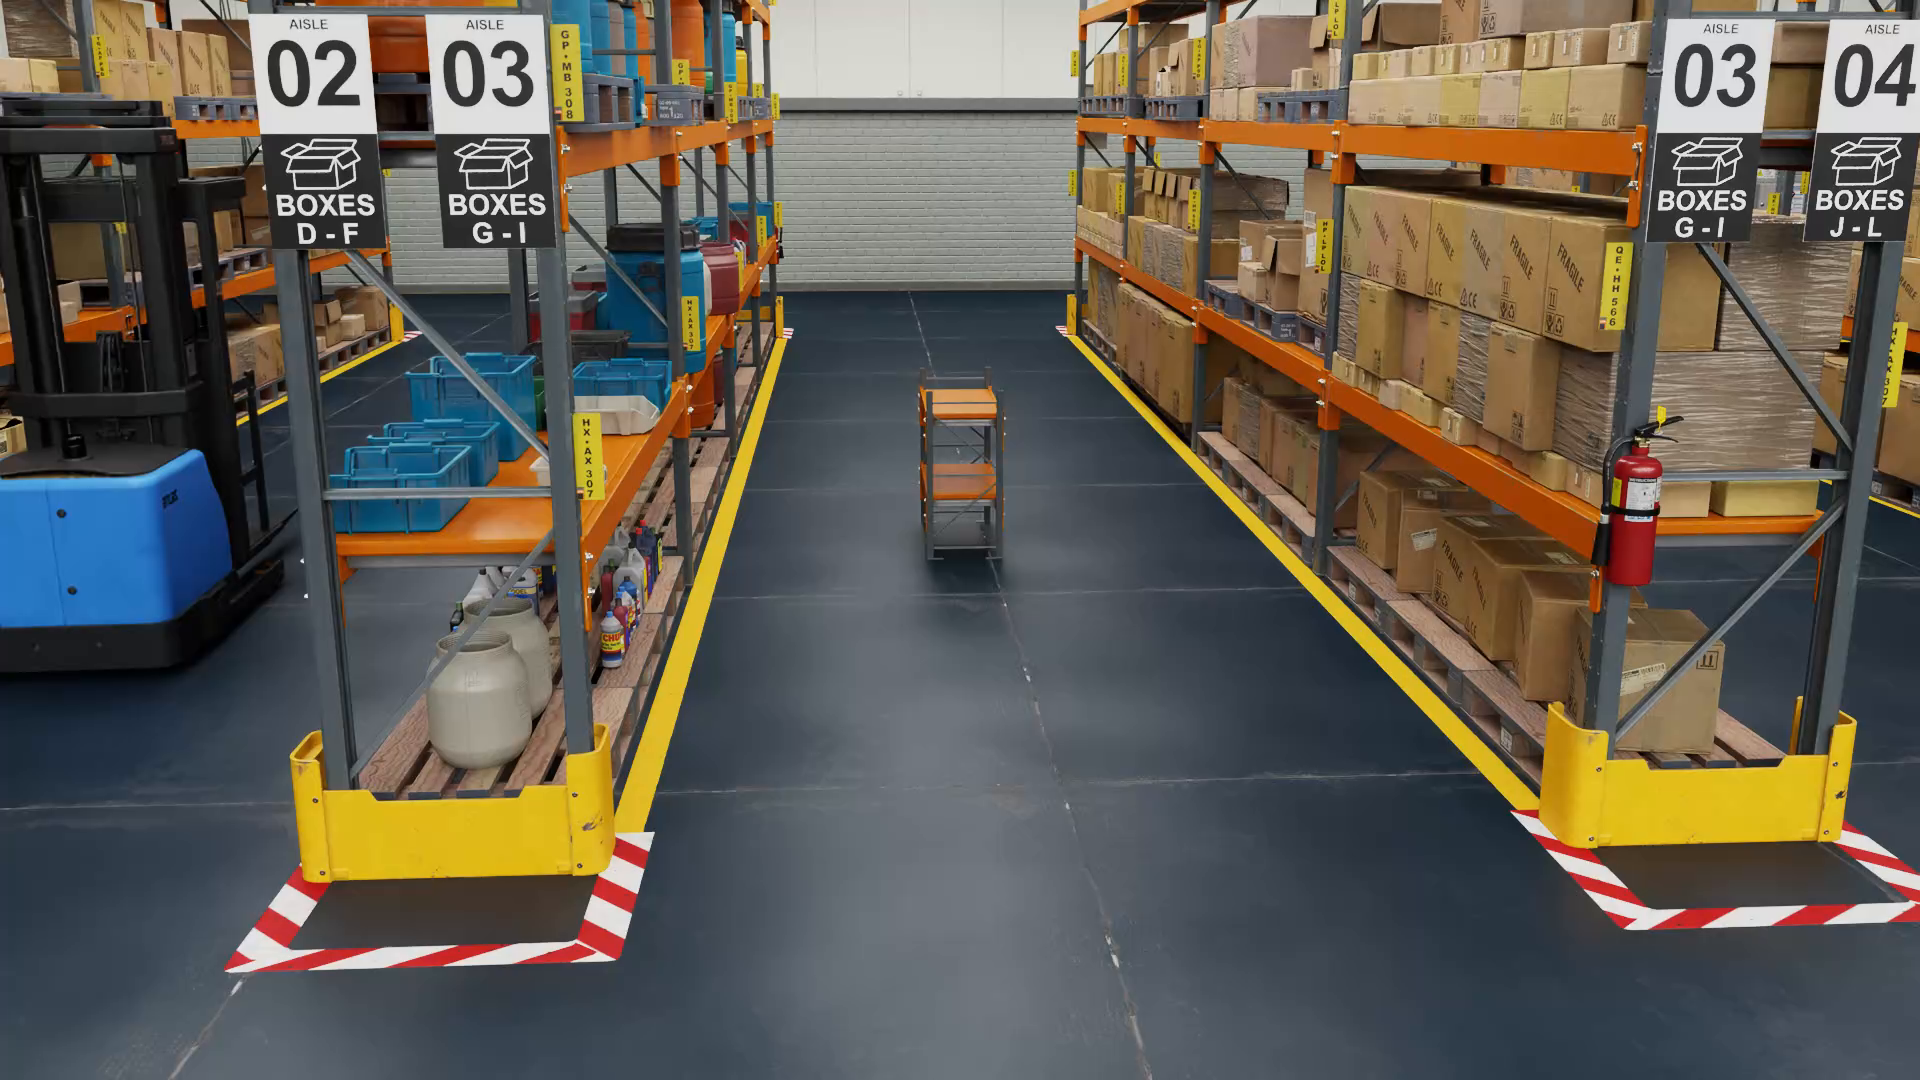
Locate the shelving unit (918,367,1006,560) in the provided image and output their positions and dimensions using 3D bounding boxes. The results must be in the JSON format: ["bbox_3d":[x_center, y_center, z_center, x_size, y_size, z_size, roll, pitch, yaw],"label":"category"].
[{"bbox_3d":[0.000,-0.546,11.393,0.538,1.125,1.048,-1,14,-3],"label":"shelving unit"}]

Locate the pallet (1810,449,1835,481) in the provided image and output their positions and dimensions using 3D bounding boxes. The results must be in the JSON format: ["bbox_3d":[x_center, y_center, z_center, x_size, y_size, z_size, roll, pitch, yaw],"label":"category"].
[{"bbox_3d":[7.456,-0.736,13.964,1.003,0.211,1.213,-1,14,-3],"label":"pallet"}]

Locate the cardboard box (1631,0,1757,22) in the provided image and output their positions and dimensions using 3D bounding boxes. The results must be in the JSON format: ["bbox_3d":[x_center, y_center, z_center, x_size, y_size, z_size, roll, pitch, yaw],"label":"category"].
[{"bbox_3d":[3.199,-2.504,7.416,0.500,0.500,0.500,-1,14,-4],"label":"cardboard box"}]

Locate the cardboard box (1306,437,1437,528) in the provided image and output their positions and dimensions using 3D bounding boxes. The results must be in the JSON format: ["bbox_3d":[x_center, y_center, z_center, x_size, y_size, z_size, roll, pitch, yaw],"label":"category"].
[{"bbox_3d":[2.757,-0.393,11.169,0.700,0.500,0.500,-2,15,-8],"label":"cardboard box"}]

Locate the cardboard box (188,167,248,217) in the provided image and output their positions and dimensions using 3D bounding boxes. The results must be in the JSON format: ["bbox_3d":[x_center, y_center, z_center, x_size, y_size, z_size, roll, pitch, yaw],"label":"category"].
[{"bbox_3d":[-7.899,-3.730,17.795,0.500,0.500,0.500,-1,14,-3],"label":"cardboard box"}]

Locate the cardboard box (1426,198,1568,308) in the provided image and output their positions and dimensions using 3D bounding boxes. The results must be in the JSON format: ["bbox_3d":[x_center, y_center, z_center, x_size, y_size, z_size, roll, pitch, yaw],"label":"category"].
[{"bbox_3d":[2.653,-1.426,8.244,0.500,0.500,0.500,-1,14,-3],"label":"cardboard box"}]

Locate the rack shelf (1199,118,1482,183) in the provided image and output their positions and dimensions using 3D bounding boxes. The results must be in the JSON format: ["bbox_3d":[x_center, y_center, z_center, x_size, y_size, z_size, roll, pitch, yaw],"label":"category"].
[{"bbox_3d":[2.650,-2.839,11.966,1.077,0.370,4.000,-1,14,-3],"label":"rack shelf"}]

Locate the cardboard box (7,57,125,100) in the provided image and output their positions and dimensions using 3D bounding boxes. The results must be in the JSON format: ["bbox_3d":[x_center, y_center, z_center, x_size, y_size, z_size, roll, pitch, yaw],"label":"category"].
[{"bbox_3d":[-7.422,-3.690,13.626,0.910,0.500,0.500,-1,14,-3],"label":"cardboard box"}]

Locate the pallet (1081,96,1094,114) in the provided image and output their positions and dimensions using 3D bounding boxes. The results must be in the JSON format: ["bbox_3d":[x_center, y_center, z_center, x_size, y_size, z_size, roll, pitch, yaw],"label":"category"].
[{"bbox_3d":[2.087,-5.448,20.837,1.003,0.211,1.213,-1,14,-3],"label":"pallet"}]

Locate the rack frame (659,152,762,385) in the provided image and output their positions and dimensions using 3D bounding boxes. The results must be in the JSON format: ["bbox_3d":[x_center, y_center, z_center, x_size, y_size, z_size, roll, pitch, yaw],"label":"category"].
[{"bbox_3d":[-2.665,-3.151,17.753,1.000,3.000,0.127,-1,14,-3],"label":"rack frame"}]

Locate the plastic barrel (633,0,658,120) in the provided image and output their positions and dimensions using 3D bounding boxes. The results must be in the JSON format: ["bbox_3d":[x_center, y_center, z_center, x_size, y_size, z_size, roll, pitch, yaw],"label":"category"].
[{"bbox_3d":[-2.583,-3.644,12.643,0.600,0.901,0.600,0,14,0],"label":"plastic barrel"}]

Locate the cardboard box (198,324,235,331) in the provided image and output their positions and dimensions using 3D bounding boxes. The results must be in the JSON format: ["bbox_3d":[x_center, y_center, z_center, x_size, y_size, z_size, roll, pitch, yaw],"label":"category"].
[{"bbox_3d":[-7.823,-1.954,17.234,0.500,0.500,0.500,-2,15,-6],"label":"cardboard box"}]

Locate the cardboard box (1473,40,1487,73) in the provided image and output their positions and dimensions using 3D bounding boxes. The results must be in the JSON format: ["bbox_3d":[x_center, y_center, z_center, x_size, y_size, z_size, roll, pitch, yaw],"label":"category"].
[{"bbox_3d":[2.649,-2.273,7.821,0.380,0.149,0.250,-2,15,-6],"label":"cardboard box"}]

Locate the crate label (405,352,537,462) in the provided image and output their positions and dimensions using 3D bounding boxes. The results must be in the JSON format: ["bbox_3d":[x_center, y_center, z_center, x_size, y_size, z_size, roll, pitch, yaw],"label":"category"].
[{"bbox_3d":[-2.306,-0.637,7.912,0.502,0.435,0.616,-1,14,-3],"label":"crate label"}]

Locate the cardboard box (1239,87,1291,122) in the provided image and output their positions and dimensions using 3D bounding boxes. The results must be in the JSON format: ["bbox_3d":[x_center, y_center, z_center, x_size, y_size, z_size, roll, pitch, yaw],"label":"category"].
[{"bbox_3d":[2.374,-3.236,12.366,0.500,0.250,0.500,-1,14,-2],"label":"cardboard box"}]

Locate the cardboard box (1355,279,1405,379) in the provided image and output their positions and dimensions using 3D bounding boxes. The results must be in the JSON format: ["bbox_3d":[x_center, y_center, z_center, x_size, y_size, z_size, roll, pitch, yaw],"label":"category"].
[{"bbox_3d":[2.736,-1.192,9.344,0.875,0.500,0.500,-1,14,-3],"label":"cardboard box"}]

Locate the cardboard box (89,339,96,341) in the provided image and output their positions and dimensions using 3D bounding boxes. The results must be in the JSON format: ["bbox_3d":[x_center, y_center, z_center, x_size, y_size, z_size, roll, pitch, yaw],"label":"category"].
[{"bbox_3d":[-7.661,-1.689,14.700,0.500,0.250,0.500,0,14,-1],"label":"cardboard box"}]

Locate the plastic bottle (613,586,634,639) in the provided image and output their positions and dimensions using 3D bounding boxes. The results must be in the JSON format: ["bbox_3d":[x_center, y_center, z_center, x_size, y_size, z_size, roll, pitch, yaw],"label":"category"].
[{"bbox_3d":[-1.750,0.376,8.638,0.097,0.271,0.097,0,14,0],"label":"plastic bottle"}]

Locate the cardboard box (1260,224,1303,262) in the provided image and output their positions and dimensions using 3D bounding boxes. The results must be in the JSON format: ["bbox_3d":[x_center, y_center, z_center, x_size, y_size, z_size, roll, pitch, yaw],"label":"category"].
[{"bbox_3d":[2.734,-2.213,13.066,0.700,0.500,0.500,1,14,5],"label":"cardboard box"}]

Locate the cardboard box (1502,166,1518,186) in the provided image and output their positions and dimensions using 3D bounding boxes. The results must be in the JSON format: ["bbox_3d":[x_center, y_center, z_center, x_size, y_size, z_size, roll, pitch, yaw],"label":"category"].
[{"bbox_3d":[6.833,-4.453,20.009,0.500,0.500,0.500,-1,14,-5],"label":"cardboard box"}]

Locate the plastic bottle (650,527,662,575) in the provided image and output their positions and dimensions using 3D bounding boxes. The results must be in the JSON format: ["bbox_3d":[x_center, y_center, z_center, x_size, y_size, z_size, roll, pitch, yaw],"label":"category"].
[{"bbox_3d":[-1.810,0.056,9.858,0.061,0.283,0.133,0,14,-1],"label":"plastic bottle"}]

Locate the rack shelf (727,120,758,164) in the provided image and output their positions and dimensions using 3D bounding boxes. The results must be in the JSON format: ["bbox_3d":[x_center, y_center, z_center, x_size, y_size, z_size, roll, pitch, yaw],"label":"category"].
[{"bbox_3d":[-2.541,-3.758,15.535,1.077,0.370,4.000,-1,14,-3],"label":"rack shelf"}]

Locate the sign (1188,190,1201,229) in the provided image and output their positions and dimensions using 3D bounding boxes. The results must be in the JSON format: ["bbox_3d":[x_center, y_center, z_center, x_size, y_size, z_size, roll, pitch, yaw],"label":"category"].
[{"bbox_3d":[1.972,-2.784,14.003,0.100,0.325,0.005,-1,14,-3],"label":"sign"}]

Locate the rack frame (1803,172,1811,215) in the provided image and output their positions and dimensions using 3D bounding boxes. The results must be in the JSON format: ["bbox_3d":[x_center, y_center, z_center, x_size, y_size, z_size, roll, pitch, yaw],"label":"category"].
[{"bbox_3d":[11.921,-4.375,22.511,1.000,3.000,0.127,-1,14,-3],"label":"rack frame"}]

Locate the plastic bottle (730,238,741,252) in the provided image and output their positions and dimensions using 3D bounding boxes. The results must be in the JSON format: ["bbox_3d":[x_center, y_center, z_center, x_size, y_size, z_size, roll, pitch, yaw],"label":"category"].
[{"bbox_3d":[-2.270,-2.857,16.711,0.144,0.351,0.185,-1,14,-3],"label":"plastic bottle"}]

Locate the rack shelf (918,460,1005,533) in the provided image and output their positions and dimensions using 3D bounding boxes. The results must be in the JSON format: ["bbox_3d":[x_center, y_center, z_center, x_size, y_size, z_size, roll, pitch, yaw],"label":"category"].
[{"bbox_3d":[0.000,-0.310,11.454,0.538,0.278,1.000,-1,14,-3],"label":"rack shelf"}]

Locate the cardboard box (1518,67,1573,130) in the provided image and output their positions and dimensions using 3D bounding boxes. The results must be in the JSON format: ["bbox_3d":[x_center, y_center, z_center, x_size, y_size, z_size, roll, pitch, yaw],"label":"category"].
[{"bbox_3d":[2.704,-1.863,7.029,0.500,0.250,0.500,-1,14,-3],"label":"cardboard box"}]

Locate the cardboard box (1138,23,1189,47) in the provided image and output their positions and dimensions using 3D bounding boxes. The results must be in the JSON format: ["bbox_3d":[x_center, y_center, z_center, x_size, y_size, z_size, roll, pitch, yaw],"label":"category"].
[{"bbox_3d":[2.226,-5.577,18.415,0.500,0.250,0.500,-2,15,-7],"label":"cardboard box"}]

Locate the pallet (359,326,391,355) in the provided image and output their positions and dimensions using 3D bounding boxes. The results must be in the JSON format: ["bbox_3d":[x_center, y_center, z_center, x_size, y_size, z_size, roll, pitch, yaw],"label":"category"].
[{"bbox_3d":[-7.802,-2.502,20.829,1.003,0.211,1.213,-1,14,-3],"label":"pallet"}]

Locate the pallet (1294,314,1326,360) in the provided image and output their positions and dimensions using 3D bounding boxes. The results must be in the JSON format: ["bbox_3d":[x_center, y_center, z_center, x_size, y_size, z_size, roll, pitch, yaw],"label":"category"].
[{"bbox_3d":[2.872,-1.337,11.089,1.003,0.211,1.213,-1,14,-3],"label":"pallet"}]

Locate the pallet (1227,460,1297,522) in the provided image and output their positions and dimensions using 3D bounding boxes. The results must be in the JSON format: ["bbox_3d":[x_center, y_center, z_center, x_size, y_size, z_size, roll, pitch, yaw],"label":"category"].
[{"bbox_3d":[2.646,-0.385,12.599,1.003,0.211,1.213,-1,14,-3],"label":"pallet"}]

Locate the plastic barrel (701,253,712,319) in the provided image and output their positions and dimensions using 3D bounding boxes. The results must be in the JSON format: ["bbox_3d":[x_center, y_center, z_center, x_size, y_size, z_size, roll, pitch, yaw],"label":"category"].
[{"bbox_3d":[-2.140,-1.958,12.891,0.421,0.512,0.421,0,14,0],"label":"plastic barrel"}]

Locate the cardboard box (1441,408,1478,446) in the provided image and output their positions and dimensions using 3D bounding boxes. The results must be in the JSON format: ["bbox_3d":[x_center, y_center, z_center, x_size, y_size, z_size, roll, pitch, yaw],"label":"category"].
[{"bbox_3d":[2.600,-0.560,8.189,0.380,0.149,0.250,-1,14,-3],"label":"cardboard box"}]

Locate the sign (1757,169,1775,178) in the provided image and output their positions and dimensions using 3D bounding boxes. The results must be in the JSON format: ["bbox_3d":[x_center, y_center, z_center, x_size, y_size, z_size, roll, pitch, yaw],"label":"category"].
[{"bbox_3d":[13.586,-6.224,28.039,0.339,0.242,0.001,-1,14,-3],"label":"sign"}]

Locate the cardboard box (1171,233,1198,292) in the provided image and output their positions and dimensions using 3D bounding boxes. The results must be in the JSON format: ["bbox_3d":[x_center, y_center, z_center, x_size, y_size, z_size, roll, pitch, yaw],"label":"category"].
[{"bbox_3d":[2.223,-2.524,15.116,0.500,0.500,0.500,-1,14,-4],"label":"cardboard box"}]

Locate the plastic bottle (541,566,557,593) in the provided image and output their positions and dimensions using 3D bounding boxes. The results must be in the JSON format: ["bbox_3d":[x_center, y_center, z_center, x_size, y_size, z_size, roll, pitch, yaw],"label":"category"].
[{"bbox_3d":[-2.390,0.113,9.499,0.144,0.351,0.185,-1,14,-3],"label":"plastic bottle"}]

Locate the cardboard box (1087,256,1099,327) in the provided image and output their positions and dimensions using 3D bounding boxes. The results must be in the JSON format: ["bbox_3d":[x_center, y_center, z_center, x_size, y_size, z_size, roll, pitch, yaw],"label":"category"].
[{"bbox_3d":[2.150,-3.239,21.515,0.875,0.875,0.875,-1,14,-3],"label":"cardboard box"}]

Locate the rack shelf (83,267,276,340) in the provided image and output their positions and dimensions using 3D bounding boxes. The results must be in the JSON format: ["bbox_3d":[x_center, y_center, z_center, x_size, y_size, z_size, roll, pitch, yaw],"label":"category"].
[{"bbox_3d":[-7.485,-2.230,15.616,1.077,0.370,4.000,-1,14,-3],"label":"rack shelf"}]

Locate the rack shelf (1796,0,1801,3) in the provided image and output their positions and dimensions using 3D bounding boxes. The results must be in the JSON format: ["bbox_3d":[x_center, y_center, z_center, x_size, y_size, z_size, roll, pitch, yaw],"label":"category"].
[{"bbox_3d":[7.359,-5.145,15.709,1.077,0.370,4.000,-1,14,-3],"label":"rack shelf"}]

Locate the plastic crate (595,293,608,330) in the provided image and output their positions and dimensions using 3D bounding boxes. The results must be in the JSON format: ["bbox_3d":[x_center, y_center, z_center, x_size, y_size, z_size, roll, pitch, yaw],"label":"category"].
[{"bbox_3d":[-2.548,-1.423,11.070,0.392,0.384,0.575,-1,14,-3],"label":"plastic crate"}]

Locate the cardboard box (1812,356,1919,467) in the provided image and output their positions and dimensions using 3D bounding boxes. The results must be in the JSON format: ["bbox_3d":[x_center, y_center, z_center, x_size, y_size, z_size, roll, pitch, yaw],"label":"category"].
[{"bbox_3d":[7.488,-1.028,13.173,1.050,0.750,0.750,-1,14,-3],"label":"cardboard box"}]

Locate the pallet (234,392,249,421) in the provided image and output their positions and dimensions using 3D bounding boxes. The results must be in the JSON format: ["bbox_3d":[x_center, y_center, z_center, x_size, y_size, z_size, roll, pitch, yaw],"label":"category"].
[{"bbox_3d":[-7.442,-1.219,15.841,1.003,0.211,1.213,-1,14,-3],"label":"pallet"}]

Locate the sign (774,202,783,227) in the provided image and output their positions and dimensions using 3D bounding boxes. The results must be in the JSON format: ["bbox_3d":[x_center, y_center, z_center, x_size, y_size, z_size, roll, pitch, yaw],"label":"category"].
[{"bbox_3d":[-2.365,-4.237,21.648,0.100,0.325,0.005,-1,14,-3],"label":"sign"}]

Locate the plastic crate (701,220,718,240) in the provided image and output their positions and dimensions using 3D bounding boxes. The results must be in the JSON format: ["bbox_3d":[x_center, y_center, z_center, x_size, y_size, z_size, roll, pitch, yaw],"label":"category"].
[{"bbox_3d":[-3.186,-3.863,20.738,0.416,0.233,0.300,-1,14,-3],"label":"plastic crate"}]

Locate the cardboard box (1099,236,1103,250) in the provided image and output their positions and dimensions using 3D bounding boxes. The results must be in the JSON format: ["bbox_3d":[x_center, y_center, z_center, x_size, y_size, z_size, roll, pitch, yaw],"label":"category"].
[{"bbox_3d":[1.852,-3.496,19.598,0.380,0.149,0.250,-1,14,-4],"label":"cardboard box"}]

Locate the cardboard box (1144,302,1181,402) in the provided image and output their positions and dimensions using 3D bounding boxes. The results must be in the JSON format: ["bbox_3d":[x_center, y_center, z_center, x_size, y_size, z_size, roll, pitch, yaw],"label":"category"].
[{"bbox_3d":[2.457,-1.801,15.926,1.225,0.875,0.875,-1,14,-3],"label":"cardboard box"}]

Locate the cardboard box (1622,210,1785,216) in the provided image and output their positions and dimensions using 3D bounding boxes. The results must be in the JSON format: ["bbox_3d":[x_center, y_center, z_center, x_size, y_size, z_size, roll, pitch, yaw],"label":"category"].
[{"bbox_3d":[3.236,-1.185,7.308,0.500,0.500,0.500,-1,14,-3],"label":"cardboard box"}]

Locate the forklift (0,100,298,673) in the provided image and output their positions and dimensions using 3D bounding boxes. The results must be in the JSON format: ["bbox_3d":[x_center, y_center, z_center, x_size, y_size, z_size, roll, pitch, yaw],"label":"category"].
[{"bbox_3d":[-4.763,-1.048,9.717,1.130,2.935,3.031,-2,15,-6],"label":"forklift"}]

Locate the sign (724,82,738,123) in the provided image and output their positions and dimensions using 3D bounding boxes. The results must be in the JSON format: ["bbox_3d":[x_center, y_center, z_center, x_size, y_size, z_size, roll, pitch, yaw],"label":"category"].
[{"bbox_3d":[-1.869,-3.568,13.566,0.100,0.325,0.005,-1,14,-3],"label":"sign"}]

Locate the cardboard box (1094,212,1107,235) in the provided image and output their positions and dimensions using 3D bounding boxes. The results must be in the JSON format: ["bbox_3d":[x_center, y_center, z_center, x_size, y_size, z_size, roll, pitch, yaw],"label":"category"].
[{"bbox_3d":[1.895,-3.786,19.926,0.500,0.250,0.500,-1,14,-5],"label":"cardboard box"}]

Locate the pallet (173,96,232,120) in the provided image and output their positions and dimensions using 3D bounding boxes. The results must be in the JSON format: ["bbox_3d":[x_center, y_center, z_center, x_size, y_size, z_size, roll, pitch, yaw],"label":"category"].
[{"bbox_3d":[-7.572,-4.016,15.472,1.213,0.211,1.003,-1,14,-3],"label":"pallet"}]

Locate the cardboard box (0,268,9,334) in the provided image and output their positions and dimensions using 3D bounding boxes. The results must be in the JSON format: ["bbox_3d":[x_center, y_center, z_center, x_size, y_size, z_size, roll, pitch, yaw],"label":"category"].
[{"bbox_3d":[-7.241,-1.712,11.959,0.500,0.500,0.500,-2,15,-6],"label":"cardboard box"}]

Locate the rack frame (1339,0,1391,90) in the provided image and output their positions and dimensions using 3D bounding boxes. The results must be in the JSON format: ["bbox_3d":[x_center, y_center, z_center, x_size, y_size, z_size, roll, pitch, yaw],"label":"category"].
[{"bbox_3d":[2.774,-4.143,9.570,1.000,3.000,0.127,-1,14,-3],"label":"rack frame"}]

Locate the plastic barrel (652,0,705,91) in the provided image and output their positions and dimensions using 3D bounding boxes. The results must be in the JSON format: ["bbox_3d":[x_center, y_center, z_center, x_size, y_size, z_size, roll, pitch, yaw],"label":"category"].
[{"bbox_3d":[-2.450,-4.161,13.956,0.600,0.830,0.708,-1,14,-3],"label":"plastic barrel"}]

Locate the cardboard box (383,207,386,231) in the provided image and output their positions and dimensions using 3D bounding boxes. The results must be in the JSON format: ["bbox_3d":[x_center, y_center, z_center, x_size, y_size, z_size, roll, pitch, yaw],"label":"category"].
[{"bbox_3d":[-7.558,-4.011,20.897,0.500,0.500,0.500,0,14,-2],"label":"cardboard box"}]

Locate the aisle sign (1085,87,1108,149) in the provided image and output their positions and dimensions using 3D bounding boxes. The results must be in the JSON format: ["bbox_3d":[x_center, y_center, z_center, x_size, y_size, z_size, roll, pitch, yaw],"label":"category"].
[{"bbox_3d":[1.727,-5.494,21.644,0.394,0.787,0.004,-1,14,-3],"label":"aisle sign"}]

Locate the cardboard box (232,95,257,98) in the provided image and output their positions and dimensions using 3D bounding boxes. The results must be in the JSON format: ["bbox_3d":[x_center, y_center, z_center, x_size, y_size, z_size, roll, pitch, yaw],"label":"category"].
[{"bbox_3d":[-7.392,-4.580,17.589,0.500,0.250,0.500,-1,14,-3],"label":"cardboard box"}]
